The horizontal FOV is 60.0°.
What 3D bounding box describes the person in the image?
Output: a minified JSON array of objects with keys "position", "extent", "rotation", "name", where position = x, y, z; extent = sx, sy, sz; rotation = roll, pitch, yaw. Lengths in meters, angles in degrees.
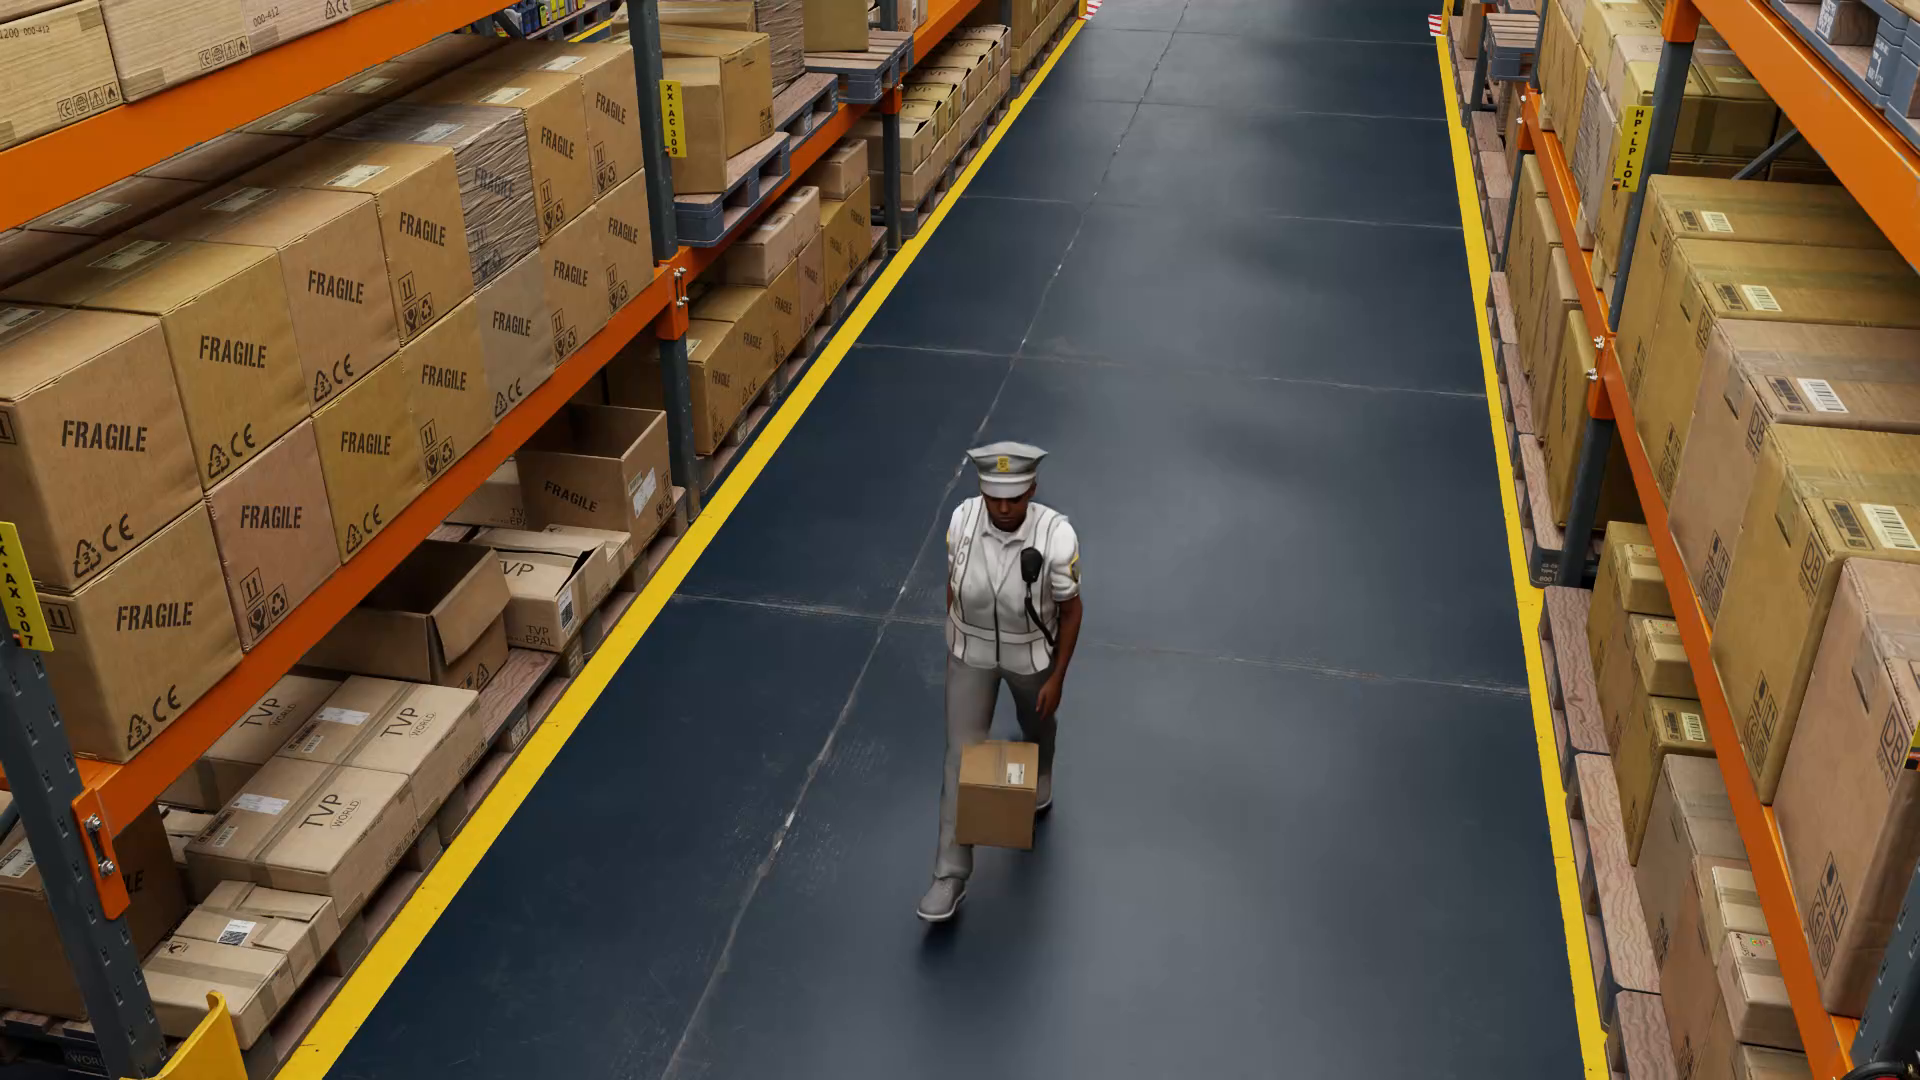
[{"position":[0.159,0.395,5.406],"extent":[0.462,1.611,1.023],"rotation":[6,29,10],"name":"person"}]
